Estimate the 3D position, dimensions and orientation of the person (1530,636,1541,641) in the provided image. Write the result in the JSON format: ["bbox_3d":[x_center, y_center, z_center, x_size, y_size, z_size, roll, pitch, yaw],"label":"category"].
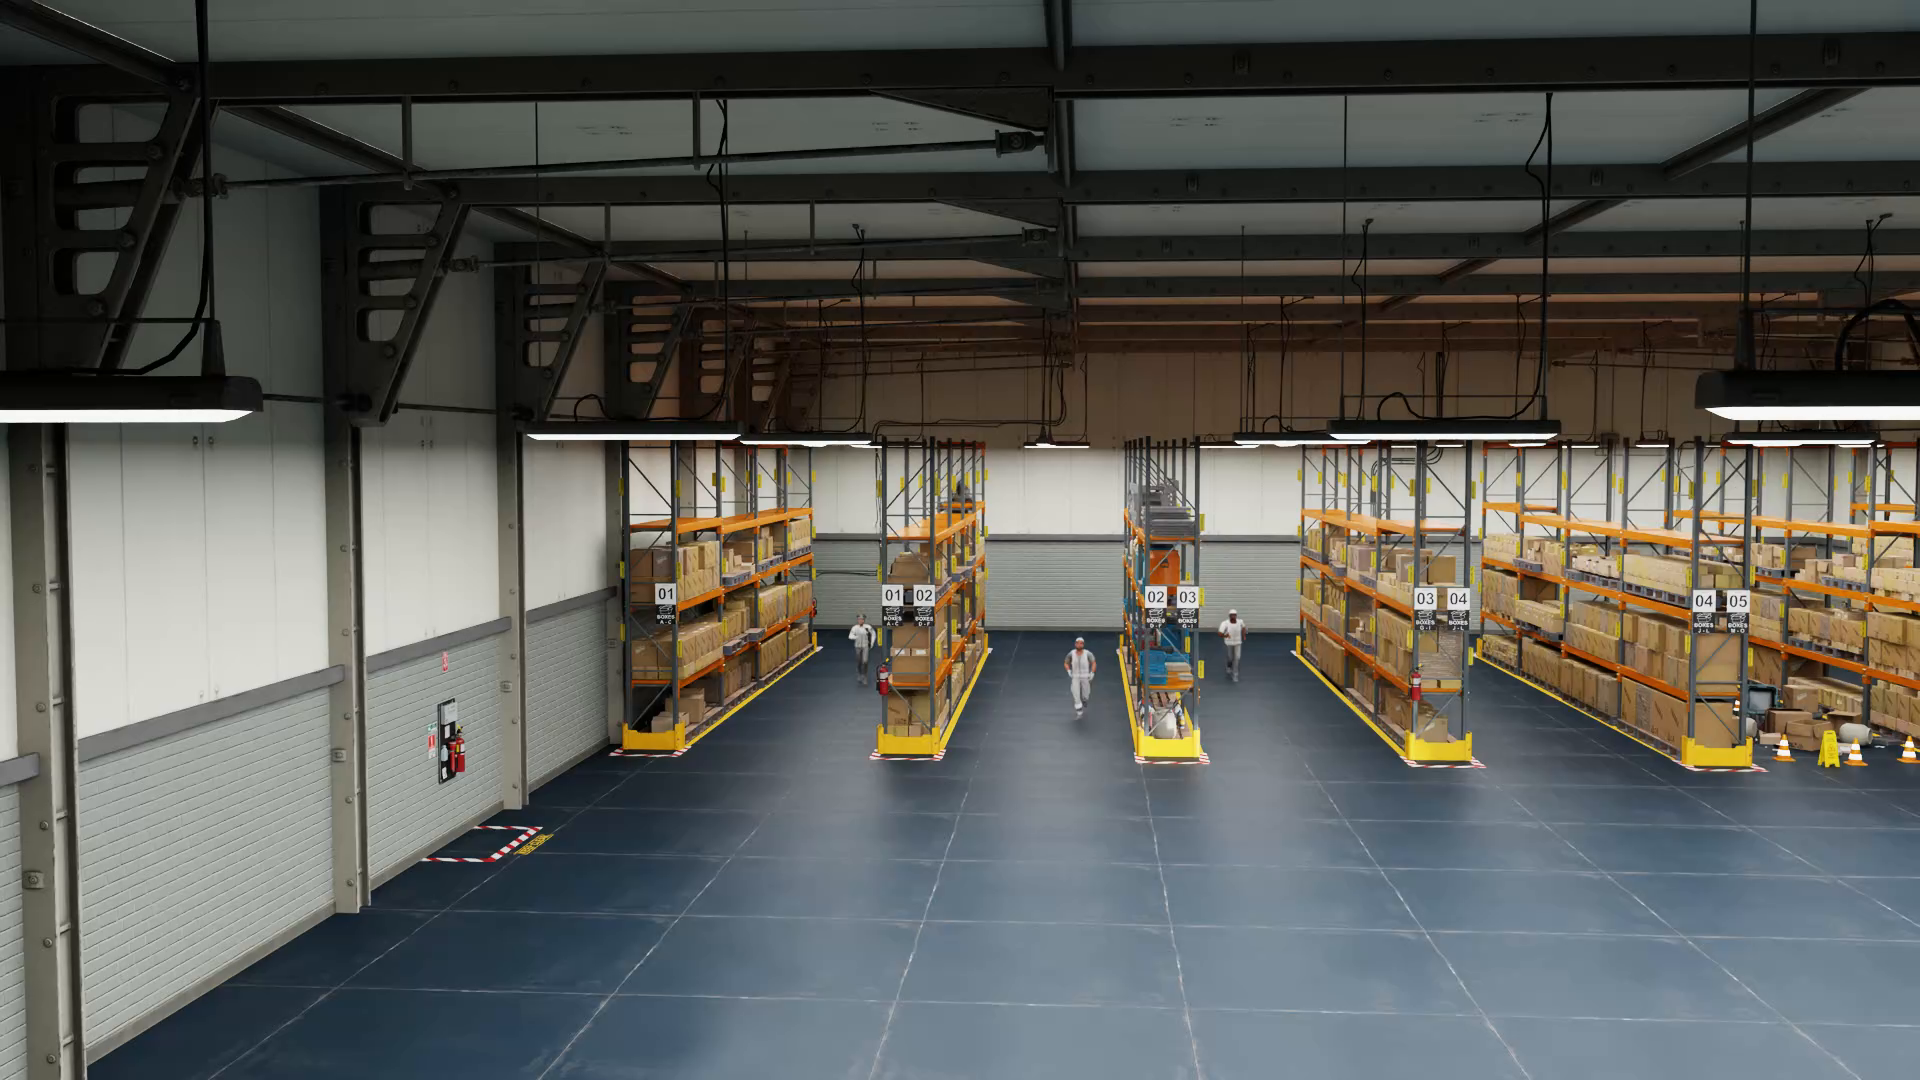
[{"bbox_3d":[16.384,2.352,47.165,0.665,1.706,0.572,-1,3,-23],"label":"person"}]

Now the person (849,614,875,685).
[{"bbox_3d":[-2.421,2.684,40.966,0.627,1.758,0.767,0,3,1],"label":"person"}]

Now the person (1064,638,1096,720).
[{"bbox_3d":[2.574,2.956,35.677,0.687,1.738,0.666,0,3,4],"label":"person"}]

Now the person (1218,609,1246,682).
[{"bbox_3d":[6.824,2.633,41.634,0.731,1.809,0.938,0,3,-4],"label":"person"}]
